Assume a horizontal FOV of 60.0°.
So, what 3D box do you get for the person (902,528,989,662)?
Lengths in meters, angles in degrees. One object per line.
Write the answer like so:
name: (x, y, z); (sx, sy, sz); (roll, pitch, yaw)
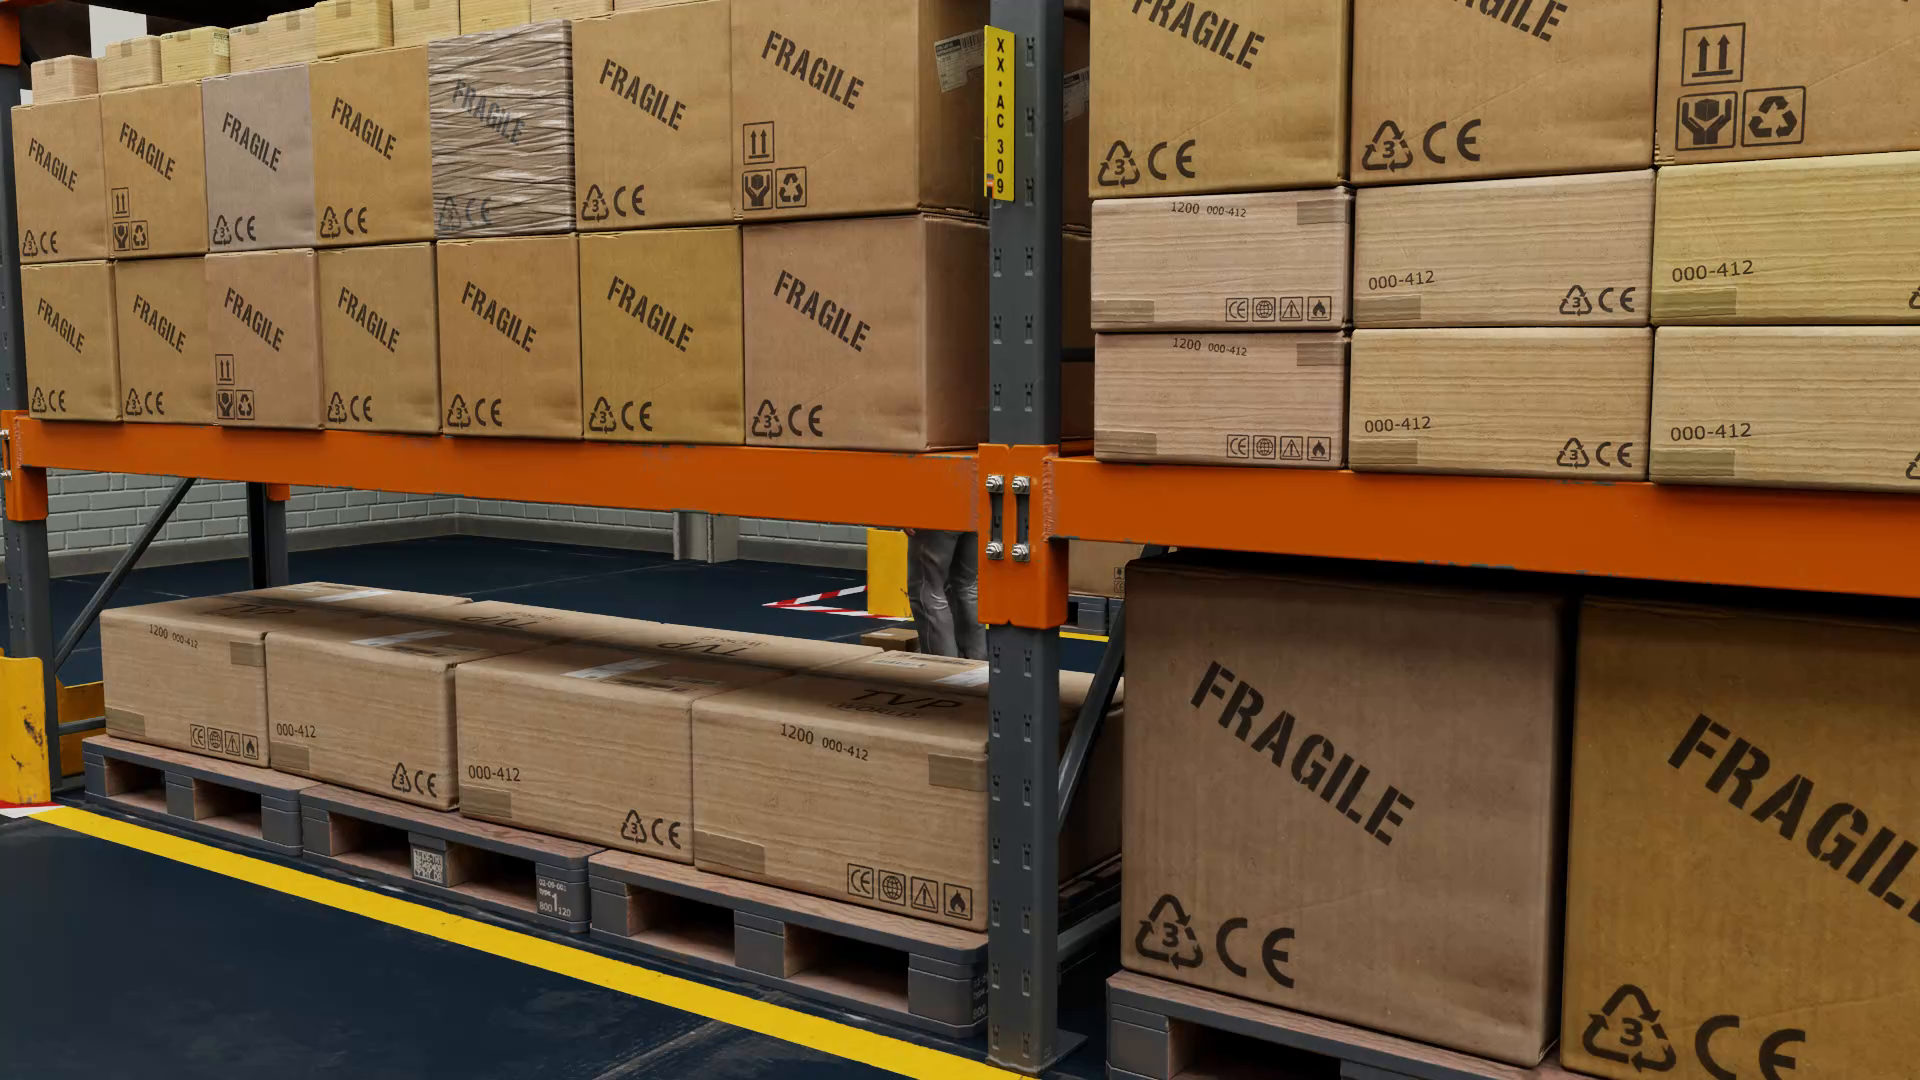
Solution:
person: (-0.061, -0.190, 7.379); (0.461, 1.772, 0.580); (4, 8, 34)
